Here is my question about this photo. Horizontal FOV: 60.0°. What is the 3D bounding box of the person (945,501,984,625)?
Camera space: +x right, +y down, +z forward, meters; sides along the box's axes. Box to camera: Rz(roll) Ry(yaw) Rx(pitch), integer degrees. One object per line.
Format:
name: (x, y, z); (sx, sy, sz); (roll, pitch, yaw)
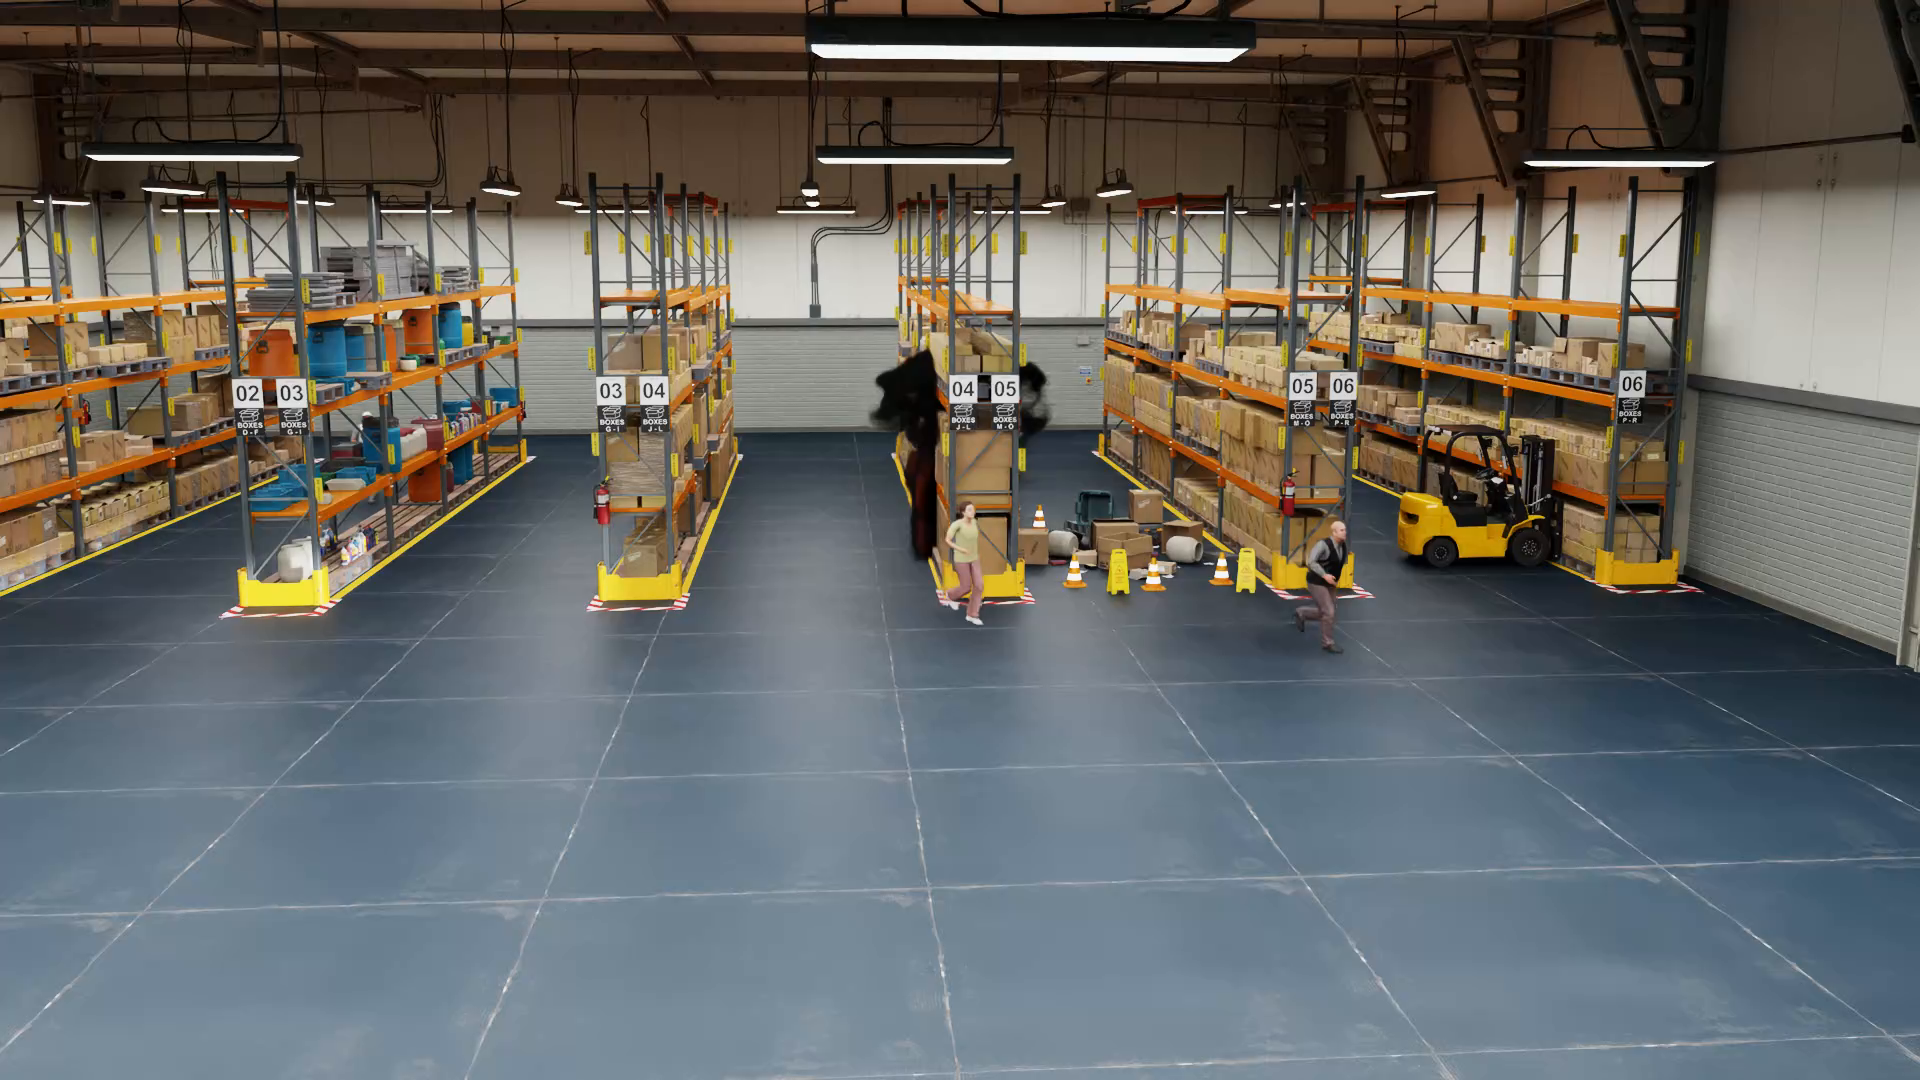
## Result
person: (0.059, 0.293, 22.431); (0.615, 1.669, 0.742); (-7, 12, -36)

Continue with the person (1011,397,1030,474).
person: (1.215, -2.351, 36.976); (0.661, 1.735, 0.642); (-2, 10, -12)

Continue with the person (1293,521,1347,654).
person: (4.491, 0.556, 20.847); (0.636, 1.673, 0.810); (-7, 12, -36)

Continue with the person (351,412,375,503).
person: (-11.731, -1.661, 32.996); (0.656, 1.781, 0.899); (-2, 10, -13)
